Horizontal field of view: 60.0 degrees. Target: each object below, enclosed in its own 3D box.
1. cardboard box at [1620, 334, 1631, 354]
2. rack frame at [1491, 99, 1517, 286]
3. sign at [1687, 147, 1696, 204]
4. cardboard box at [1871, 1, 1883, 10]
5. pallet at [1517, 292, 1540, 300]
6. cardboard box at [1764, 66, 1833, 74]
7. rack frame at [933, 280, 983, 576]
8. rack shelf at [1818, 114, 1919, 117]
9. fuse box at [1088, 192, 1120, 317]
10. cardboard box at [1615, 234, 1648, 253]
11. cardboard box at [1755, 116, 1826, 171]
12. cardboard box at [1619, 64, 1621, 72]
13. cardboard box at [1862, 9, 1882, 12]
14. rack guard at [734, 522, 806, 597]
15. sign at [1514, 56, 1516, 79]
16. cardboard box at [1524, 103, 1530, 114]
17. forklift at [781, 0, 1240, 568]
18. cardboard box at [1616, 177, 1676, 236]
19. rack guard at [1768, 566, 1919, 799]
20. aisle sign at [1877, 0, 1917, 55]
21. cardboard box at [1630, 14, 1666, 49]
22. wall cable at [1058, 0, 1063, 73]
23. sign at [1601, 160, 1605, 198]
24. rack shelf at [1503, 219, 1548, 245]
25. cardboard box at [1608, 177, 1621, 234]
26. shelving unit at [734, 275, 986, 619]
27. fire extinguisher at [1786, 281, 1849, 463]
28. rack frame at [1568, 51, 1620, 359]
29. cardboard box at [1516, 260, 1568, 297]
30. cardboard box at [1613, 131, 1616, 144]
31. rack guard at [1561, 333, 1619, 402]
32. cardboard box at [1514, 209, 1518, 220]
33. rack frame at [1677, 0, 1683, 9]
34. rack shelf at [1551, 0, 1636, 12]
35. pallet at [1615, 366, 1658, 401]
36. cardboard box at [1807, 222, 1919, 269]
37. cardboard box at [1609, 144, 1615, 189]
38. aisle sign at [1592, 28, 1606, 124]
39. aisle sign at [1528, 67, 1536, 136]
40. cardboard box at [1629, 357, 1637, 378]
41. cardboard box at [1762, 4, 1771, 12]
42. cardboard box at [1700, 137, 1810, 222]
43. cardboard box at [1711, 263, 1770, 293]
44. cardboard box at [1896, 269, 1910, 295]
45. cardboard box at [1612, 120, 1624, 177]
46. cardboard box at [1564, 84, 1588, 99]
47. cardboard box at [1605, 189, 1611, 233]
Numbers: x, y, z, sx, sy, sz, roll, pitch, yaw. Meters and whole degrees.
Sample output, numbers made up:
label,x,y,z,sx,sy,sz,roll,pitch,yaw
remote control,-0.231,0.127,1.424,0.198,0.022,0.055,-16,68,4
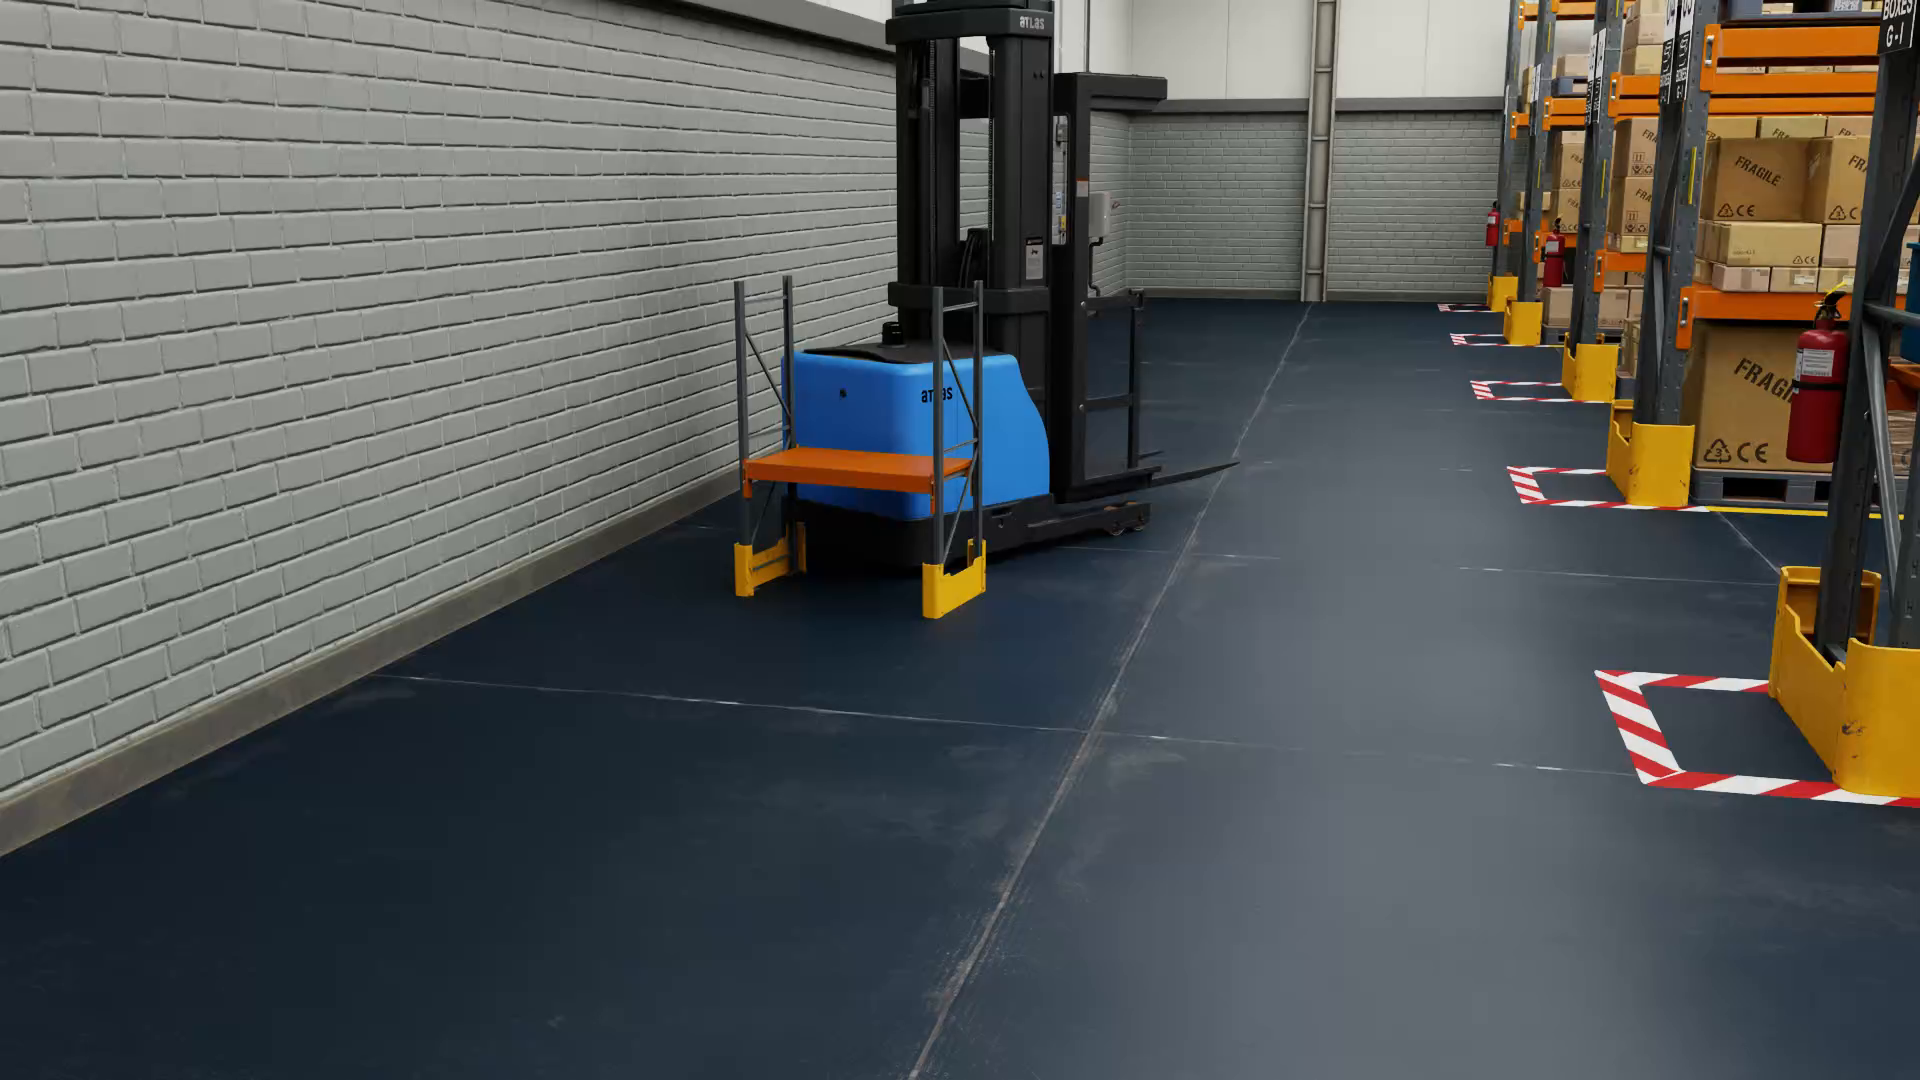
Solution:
label,x,y,z,sx,sy,sz,roll,pitch,yaw
cardboard box,6.293,-1.817,15.424,0.250,0.149,0.380,3,13,12
rack frame,7.986,-4.916,24.466,0.127,3.000,1.000,3,13,14
sign,4.287,-2.133,9.741,0.005,0.325,0.100,3,13,14
cardboard box,7.714,-4.477,13.836,0.250,0.149,0.380,3,13,13
pallet,8.834,-3.509,24.565,1.213,0.211,1.003,3,13,14
cardboard box,7.100,-4.088,14.154,0.500,0.250,0.500,3,13,12
rack frame,-0.007,-0.431,7.712,0.032,1.500,0.500,5,14,23
rack shelf,13.811,-5.718,22.816,4.000,0.370,1.077,3,13,14
fuse box,1.965,-3.965,23.154,0.414,1.711,0.539,3,13,14
cardboard box,5.948,-2.618,14.686,0.250,0.149,0.380,3,13,13
cardboard box,7.076,-3.372,14.283,0.500,0.500,0.500,3,13,12
cardboard box,7.685,-5.458,19.365,0.250,0.149,0.380,2,13,9
cardboard box,7.562,-4.302,13.966,0.500,0.250,0.500,3,13,11
rack guard,-0.936,0.091,8.246,0.087,0.250,0.587,5,14,23
sign,7.856,-6.693,23.533,0.005,0.325,0.100,3,13,14
cardboard box,8.240,-6.192,23.874,0.250,0.149,0.380,3,13,15
forklift,0.444,-1.526,9.343,3.031,2.935,1.130,-12,17,-43
cardboard box,6.082,-2.939,14.636,0.500,0.500,0.500,4,13,16
rack guard,3.213,0.475,5.937,0.348,0.500,1.175,3,13,14
aisle sign,3.239,-2.081,5.686,0.004,0.787,0.394,3,13,14
cardboard box,6.086,-4.383,14.331,0.500,0.250,0.500,3,13,14
wall cable,1.210,-7.037,20.175,0.029,3.000,0.463,3,13,14
sign,5.582,-3.134,14.437,0.005,0.325,0.100,3,13,14
rack shelf,9.928,-4.461,24.077,4.000,0.370,1.077,3,13,14
cardboard box,6.210,-3.051,15.141,0.500,0.500,0.500,3,13,15
shelving unit,-0.480,-0.476,7.915,1.083,1.500,0.587,5,14,23
fire extinguisher,3.202,-0.630,6.188,0.183,0.674,0.296,3,13,14
rack frame,5.712,-2.826,15.045,0.127,3.000,1.000,3,13,14
cardboard box,8.557,-3.851,24.458,0.637,0.503,0.797,3,13,11
cardboard box,7.575,-4.613,19.063,0.250,0.149,0.380,3,13,15
rack guard,5.786,-1.602,15.298,0.348,0.500,1.175,3,13,14
cardboard box,8.372,-4.833,24.671,0.250,0.149,0.380,3,13,13
rack frame,4.426,-4.717,9.718,0.127,3.000,1.000,3,13,14
rack shelf,8.742,-6.151,18.765,4.000,0.370,1.077,3,13,14
pallet,6.566,-1.411,15.106,1.213,0.211,1.003,3,13,14
cardboard box,5.333,-1.753,9.868,0.500,0.250,0.500,3,13,13
cardboard box,7.701,-4.299,19.145,0.500,0.500,0.500,3,13,12
aisle sign,5.570,-4.036,14.497,0.004,0.787,0.394,3,13,14
aisle sign,6.805,-5.210,19.790,0.004,0.787,0.394,3,13,14
cardboard box,6.144,-1.545,14.883,0.250,0.149,0.380,3,13,15
cardboard box,6.697,-4.532,14.081,0.250,0.149,0.380,3,13,14
cardboard box,4.962,-2.256,10.406,0.500,0.500,0.500,3,13,14
cardboard box,4.691,-1.578,9.999,0.250,0.149,0.380,3,13,14
cardboard box,5.443,-1.538,9.821,0.250,0.149,0.380,3,13,13
cardboard box,6.216,-3.537,15.023,0.500,0.500,0.500,3,13,12
cardboard box,8.850,-6.350,23.663,0.500,0.250,0.500,3,13,15
cardboard box,7.695,-3.815,19.274,0.500,0.500,0.500,3,13,13
